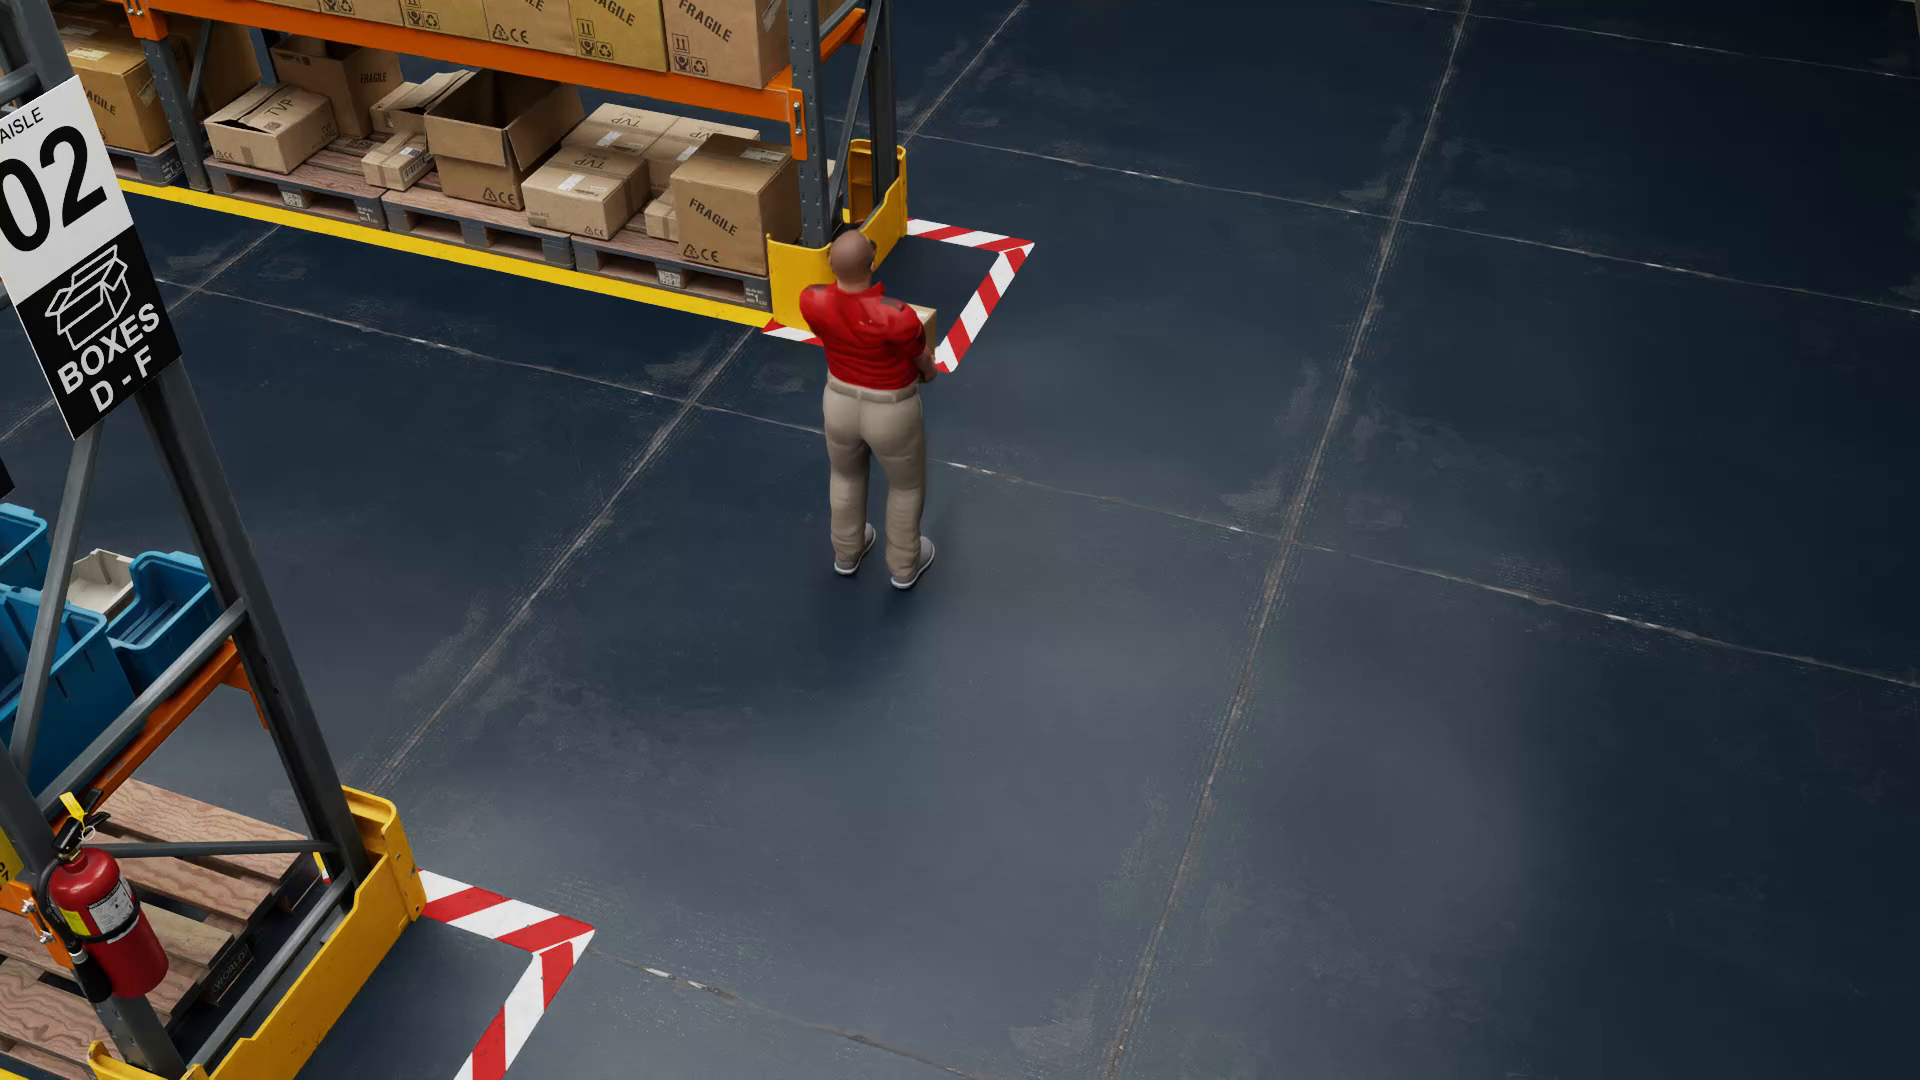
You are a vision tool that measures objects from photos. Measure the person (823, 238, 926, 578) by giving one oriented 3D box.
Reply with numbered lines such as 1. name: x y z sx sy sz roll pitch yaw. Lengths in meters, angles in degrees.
1. person: -0.354 -0.535 6.790 0.430 1.570 0.363 14 43 15
